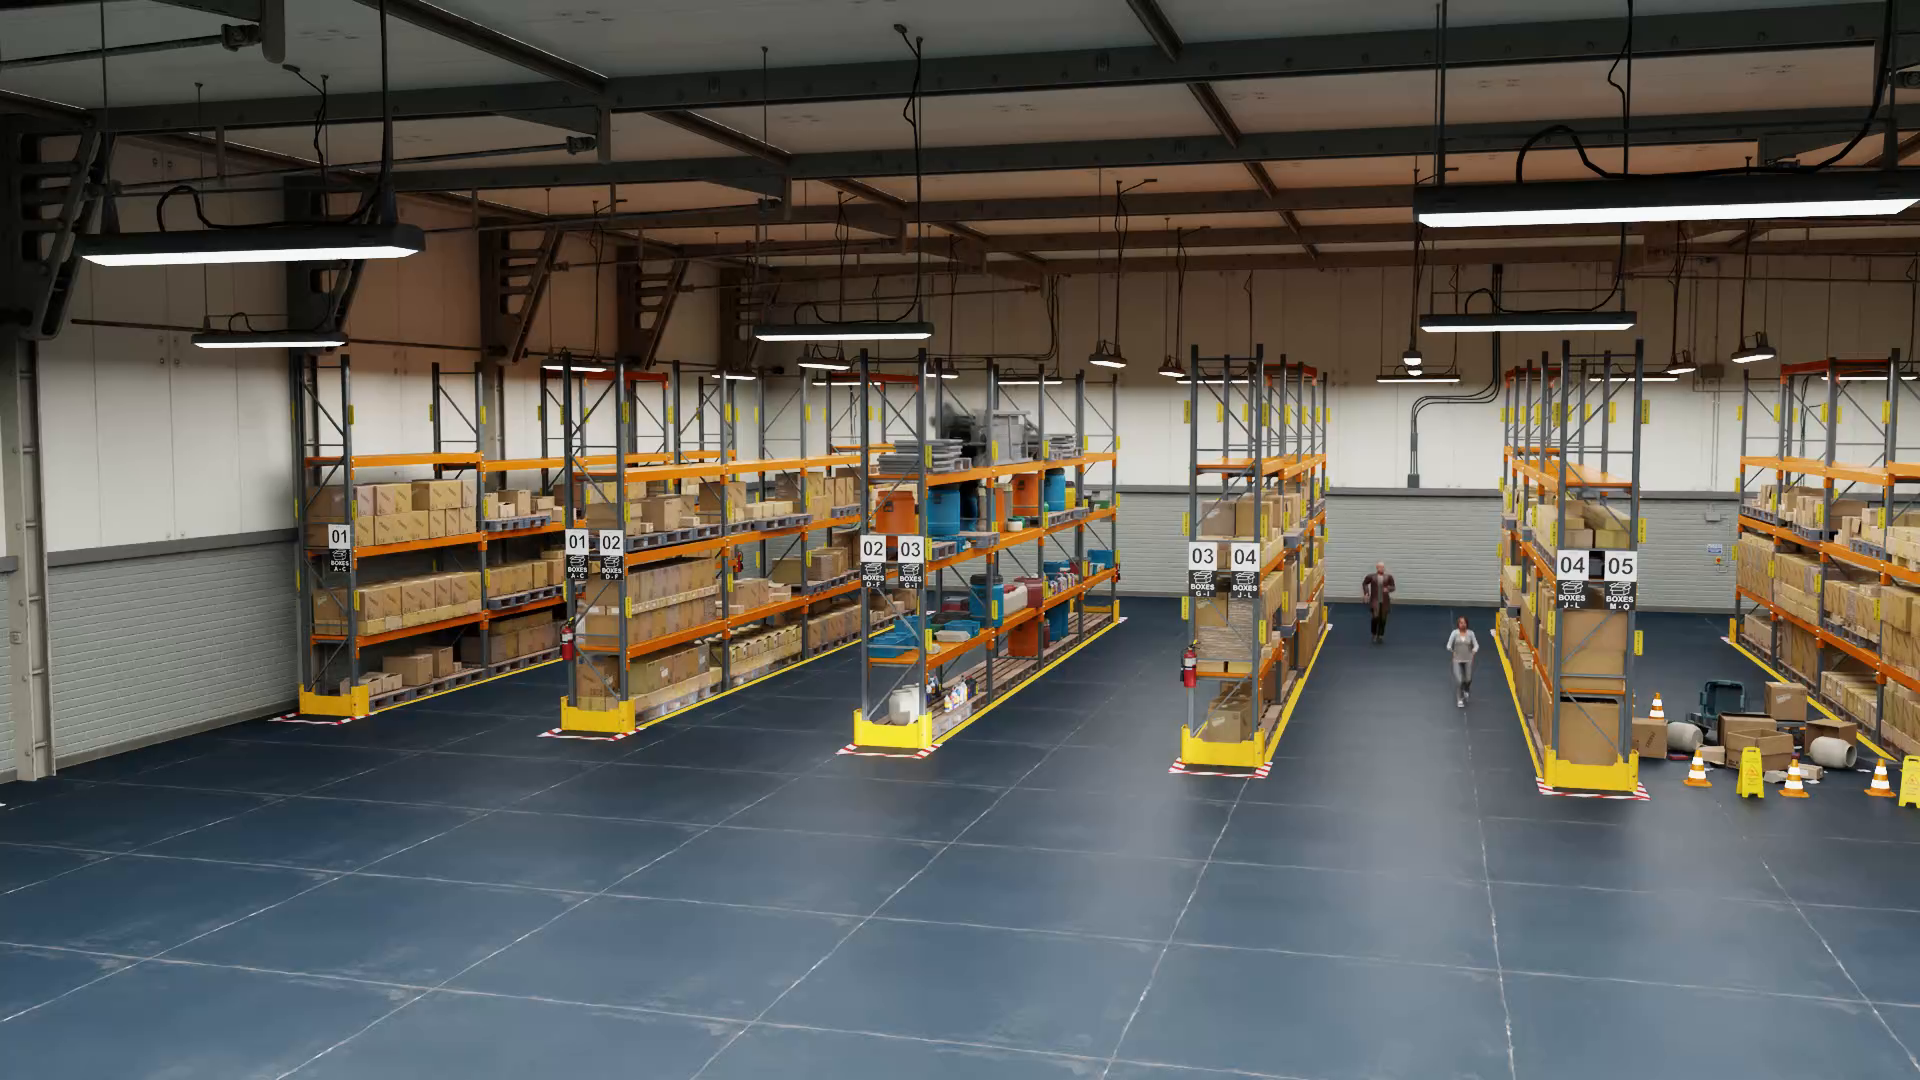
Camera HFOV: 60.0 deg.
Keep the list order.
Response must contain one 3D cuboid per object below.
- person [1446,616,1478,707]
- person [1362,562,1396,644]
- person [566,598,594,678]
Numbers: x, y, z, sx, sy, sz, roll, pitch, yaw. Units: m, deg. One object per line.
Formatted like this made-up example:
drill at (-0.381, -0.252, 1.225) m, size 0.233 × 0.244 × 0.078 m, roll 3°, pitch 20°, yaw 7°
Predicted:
person at (8.603, 2.089, 28.479) m, size 0.530 × 1.553 × 0.552 m, roll 1°, pitch 4°, yaw 14°
person at (9.218, 1.405, 36.541) m, size 0.679 × 1.756 × 0.774 m, roll 0°, pitch 4°, yaw 6°
person at (-6.648, 1.941, 29.185) m, size 0.631 × 1.850 × 0.768 m, roll 1°, pitch 4°, yaw 8°
